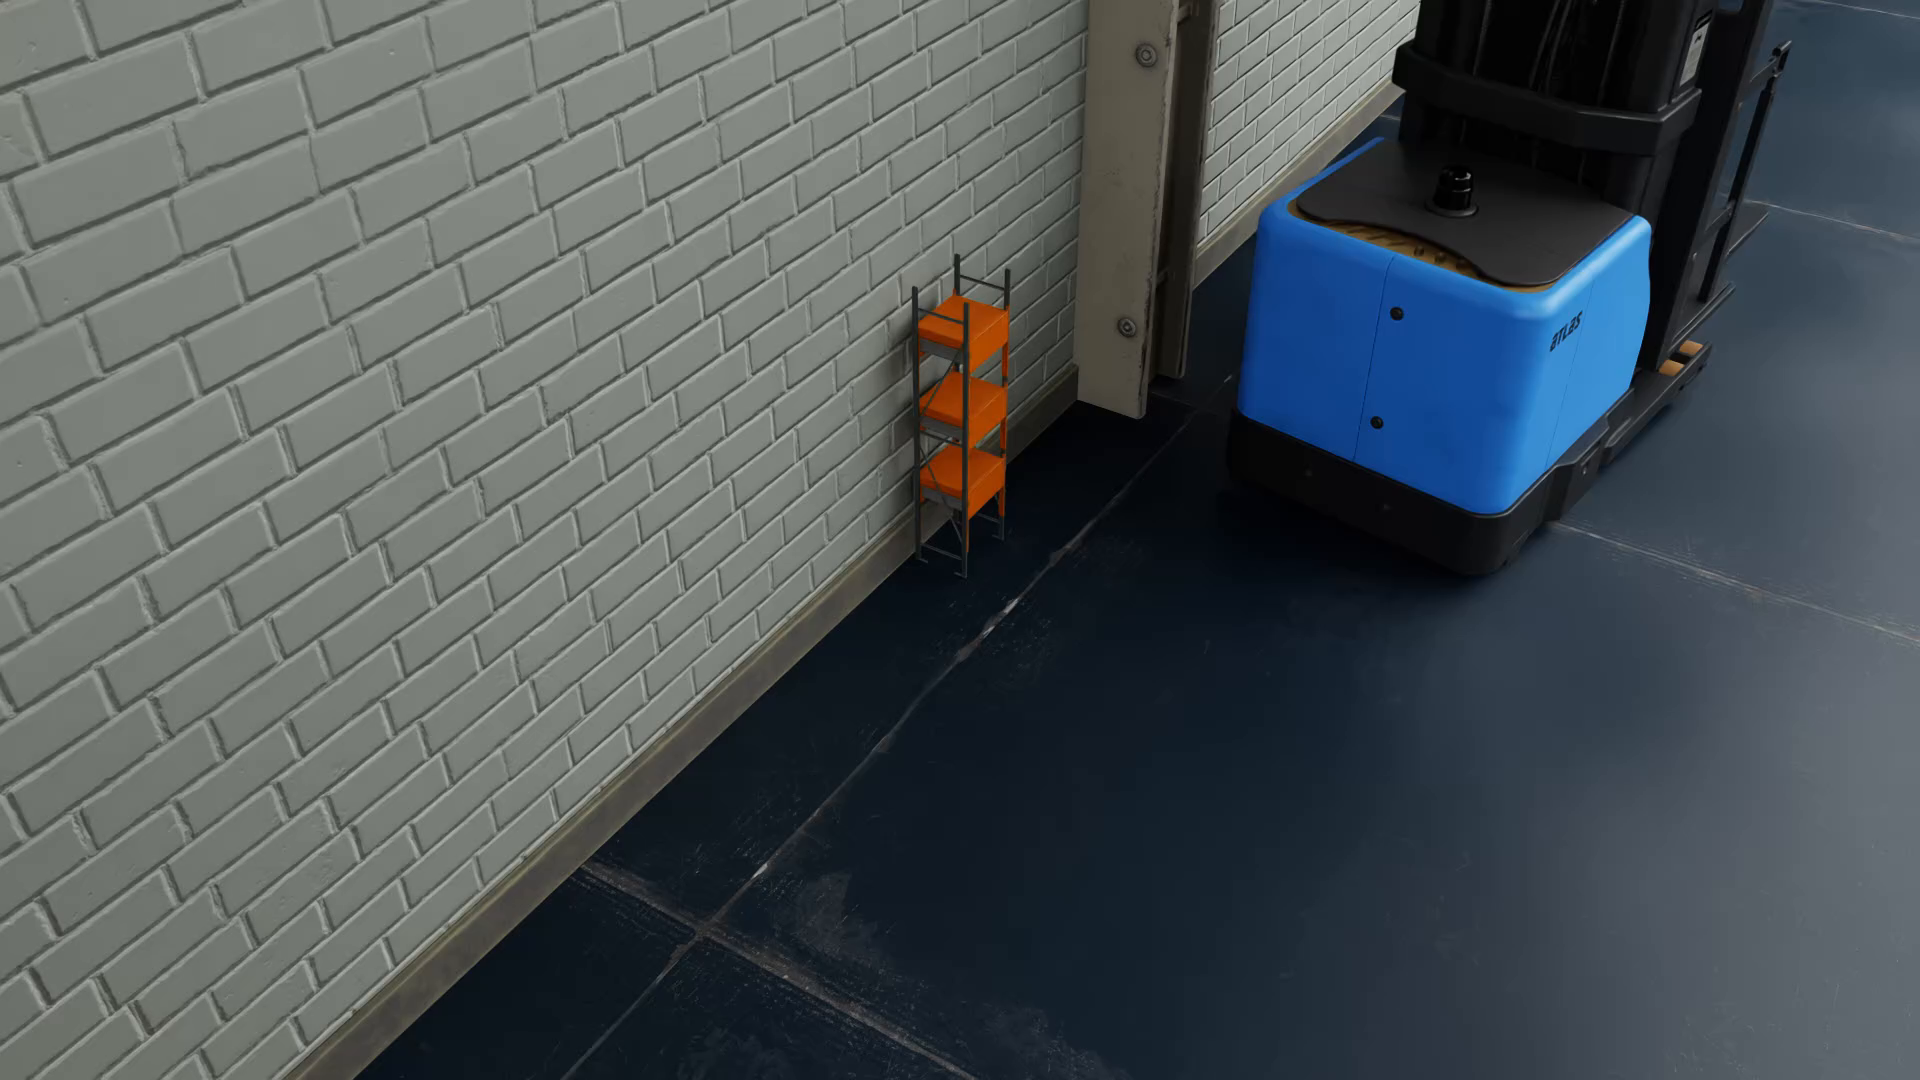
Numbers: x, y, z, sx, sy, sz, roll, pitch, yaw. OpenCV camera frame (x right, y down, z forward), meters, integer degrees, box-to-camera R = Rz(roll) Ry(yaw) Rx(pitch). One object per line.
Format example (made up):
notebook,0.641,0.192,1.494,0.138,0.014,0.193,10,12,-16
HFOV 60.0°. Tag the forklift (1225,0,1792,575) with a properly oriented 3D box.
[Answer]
forklift,2.298,-1.869,5.774,1.130,2.935,3.031,28,45,31

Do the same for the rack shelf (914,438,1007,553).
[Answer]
rack shelf,0.001,-0.155,5.562,0.215,0.259,0.240,21,42,24

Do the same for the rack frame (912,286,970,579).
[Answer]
rack frame,-0.061,-0.319,5.303,0.200,1.050,0.008,21,42,24

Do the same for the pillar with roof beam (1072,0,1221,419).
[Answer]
pillar with roof beam,4.296,-2.768,1.969,9.100,9.000,0.400,21,42,25

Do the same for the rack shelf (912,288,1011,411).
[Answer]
rack shelf,0.004,-0.599,5.218,0.215,0.259,0.240,21,42,24

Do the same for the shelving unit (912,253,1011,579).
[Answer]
shelving unit,0.003,-0.383,5.385,0.215,1.050,0.252,21,42,24

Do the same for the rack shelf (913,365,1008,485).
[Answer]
rack shelf,0.003,-0.374,5.392,0.215,0.259,0.240,21,42,24

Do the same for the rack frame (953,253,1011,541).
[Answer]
rack frame,0.067,-0.446,5.468,0.200,1.050,0.008,21,42,24
